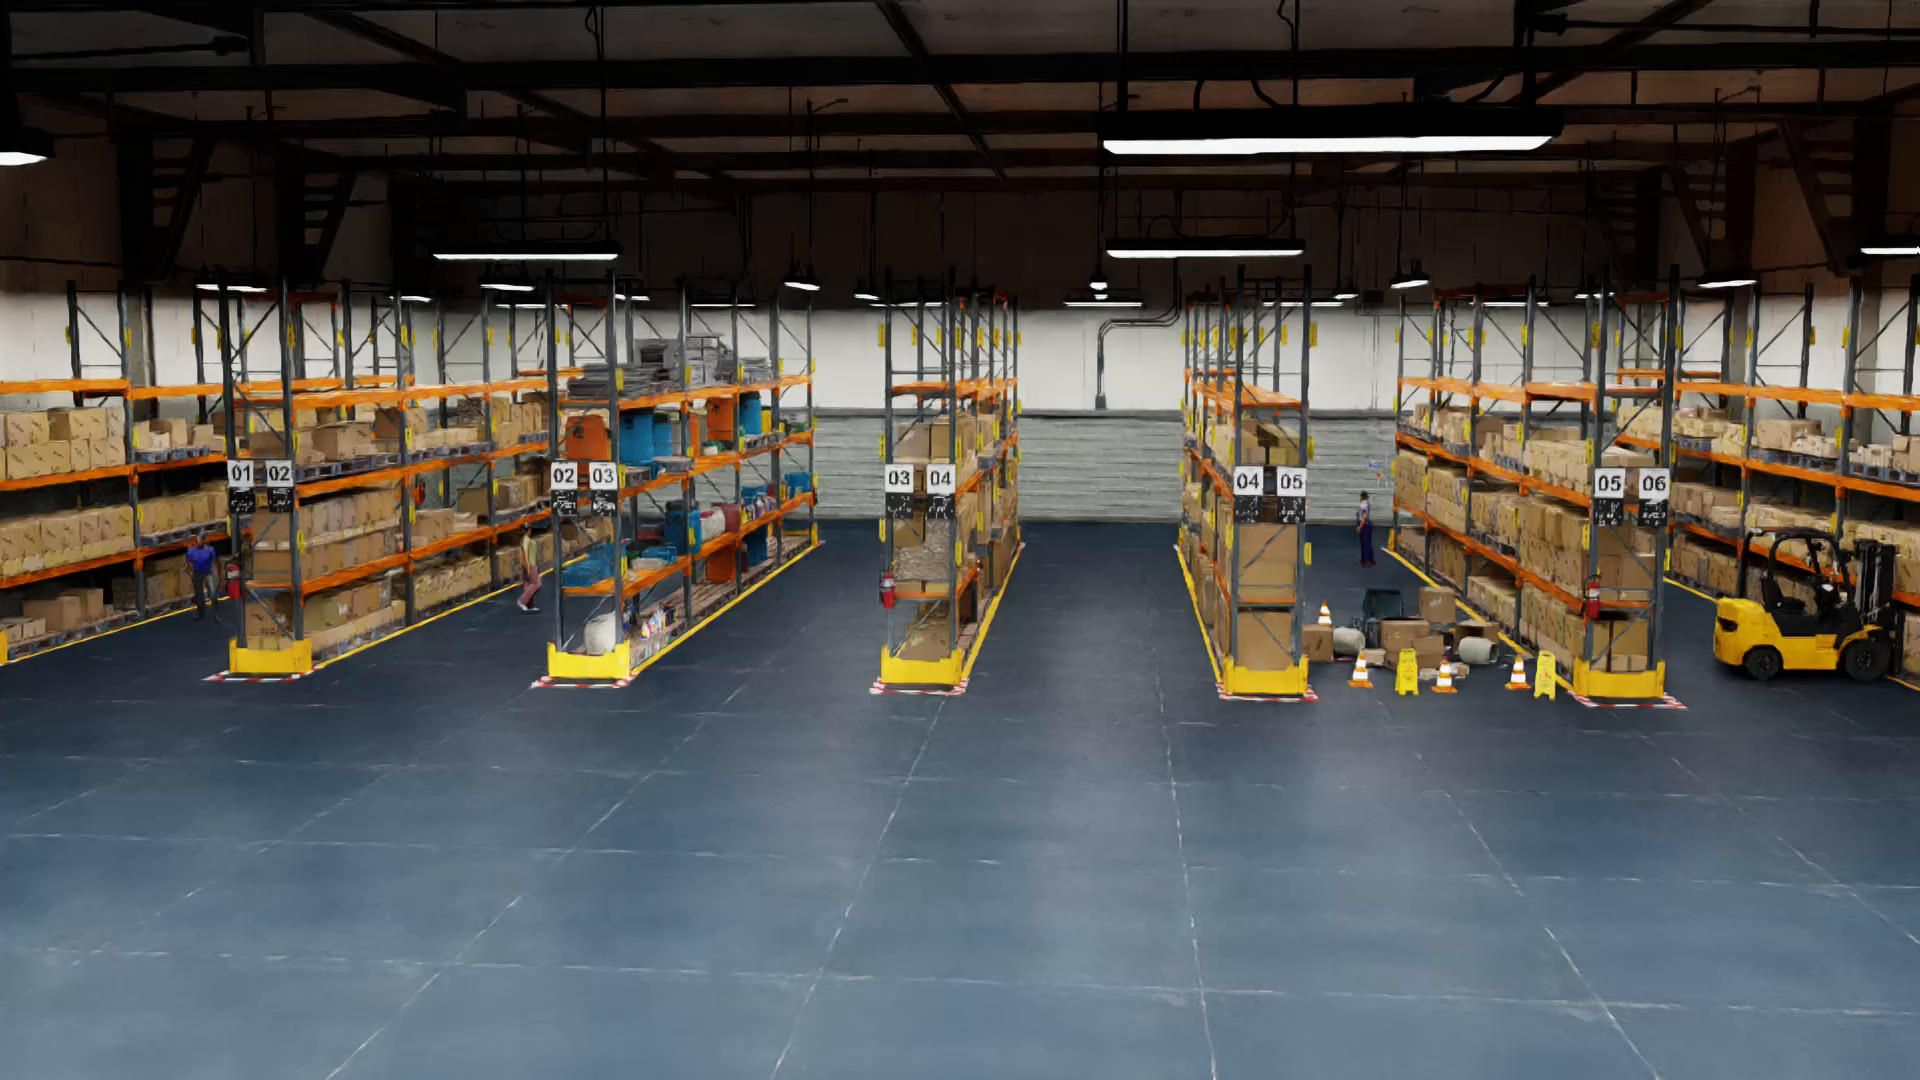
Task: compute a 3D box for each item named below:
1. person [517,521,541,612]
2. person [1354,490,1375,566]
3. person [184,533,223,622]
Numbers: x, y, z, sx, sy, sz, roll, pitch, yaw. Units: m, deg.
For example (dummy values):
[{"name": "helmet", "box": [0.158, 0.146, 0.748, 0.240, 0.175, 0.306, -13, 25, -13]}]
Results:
[{"name": "person", "box": [-7.899, 0.488, 30.385, 0.431, 1.671, 0.492, -3, 7, -22]}, {"name": "person", "box": [8.963, -0.263, 36.724, 0.458, 1.677, 0.505, 2, 7, 15]}, {"name": "person", "box": [-13.337, 0.643, 29.392, 0.626, 1.594, 0.809, -2, 7, -12]}]
